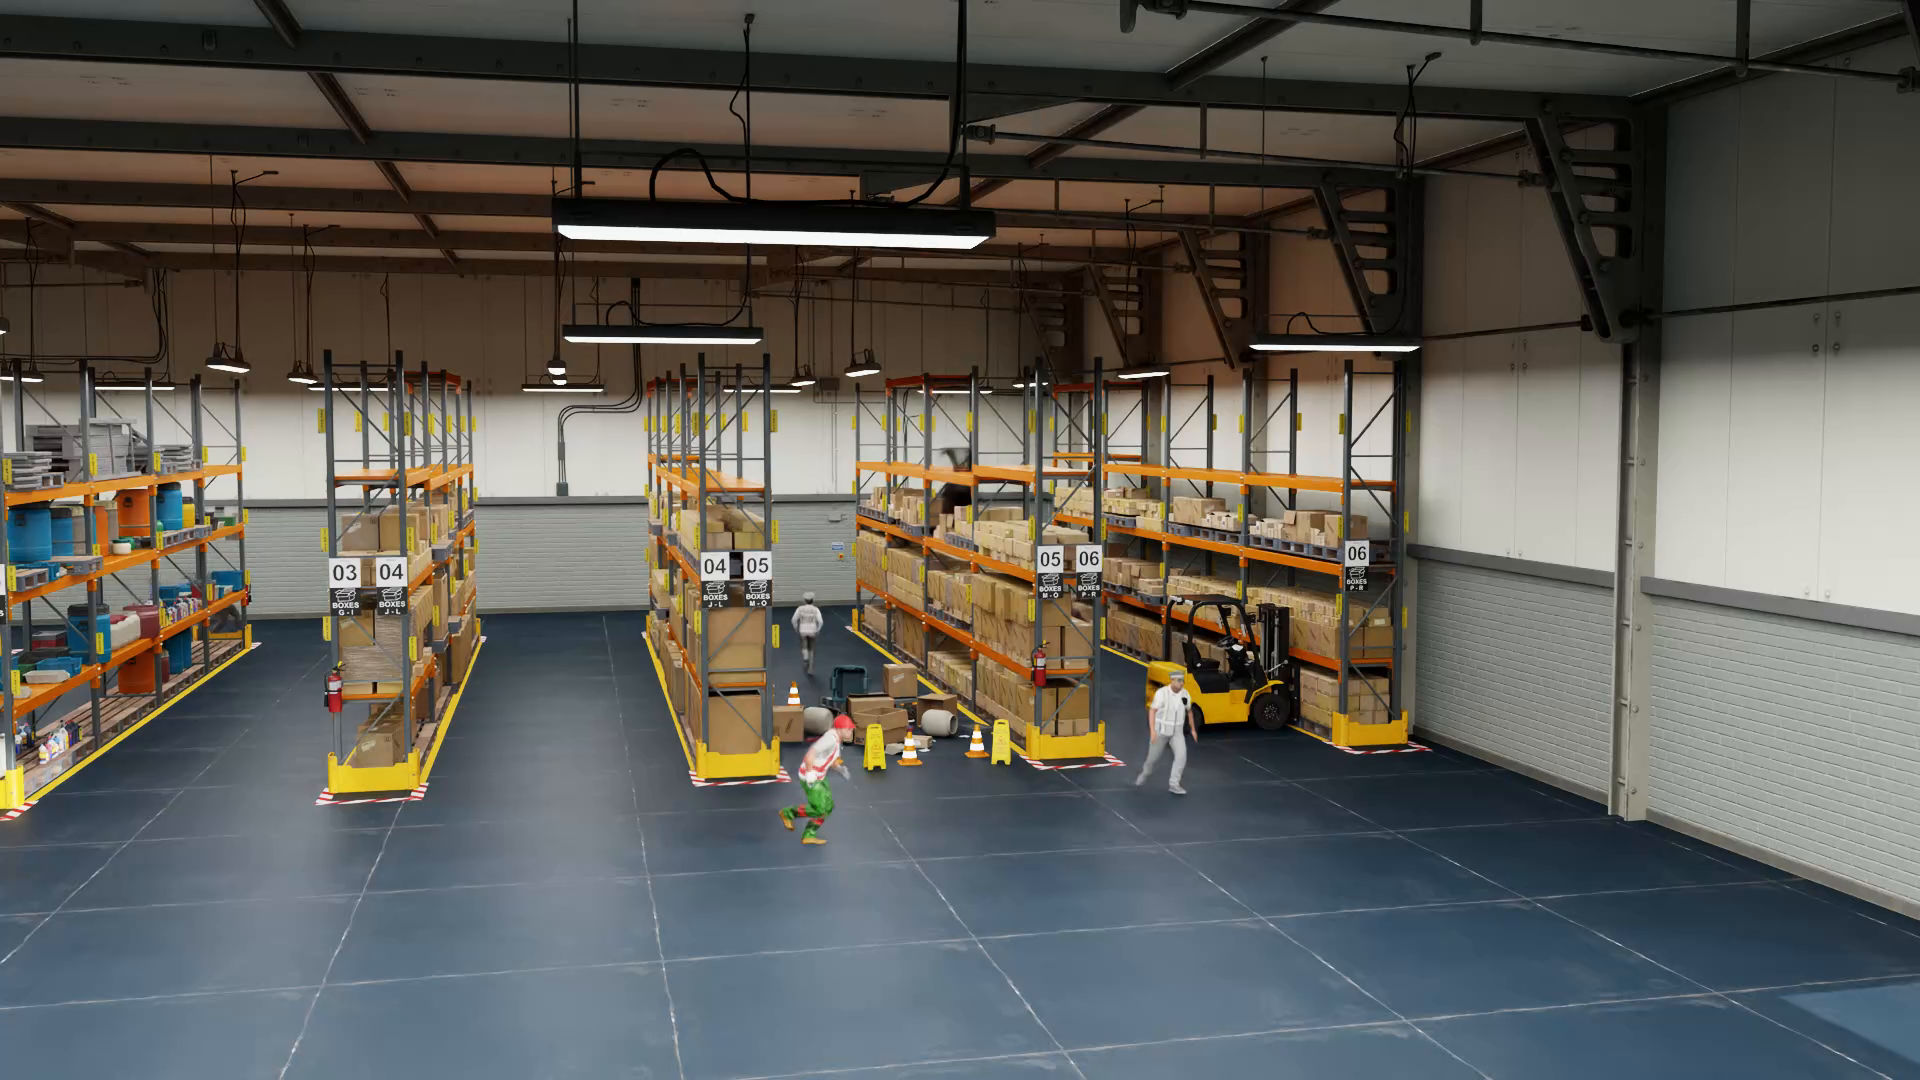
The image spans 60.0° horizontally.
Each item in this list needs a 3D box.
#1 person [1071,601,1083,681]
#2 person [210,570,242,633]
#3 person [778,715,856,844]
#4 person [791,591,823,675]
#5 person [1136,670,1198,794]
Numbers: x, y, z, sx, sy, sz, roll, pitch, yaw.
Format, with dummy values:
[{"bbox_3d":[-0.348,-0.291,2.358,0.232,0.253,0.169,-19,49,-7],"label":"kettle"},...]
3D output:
[{"bbox_3d":[2.027,1.931,31.599,0.718,1.790,0.975,-1,4,-17],"label":"person"},{"bbox_3d":[-16.852,1.531,38.191,0.810,1.690,0.579,-1,4,-18],"label":"person"},{"bbox_3d":[-1.699,2.851,19.750,0.975,1.573,0.677,1,4,12],"label":"person"},{"bbox_3d":[-3.042,1.881,33.079,0.633,1.689,0.621,0,4,-2],"label":"person"},{"bbox_3d":[2.832,2.580,22.746,0.725,1.686,0.819,-2,4,-23],"label":"person"}]
